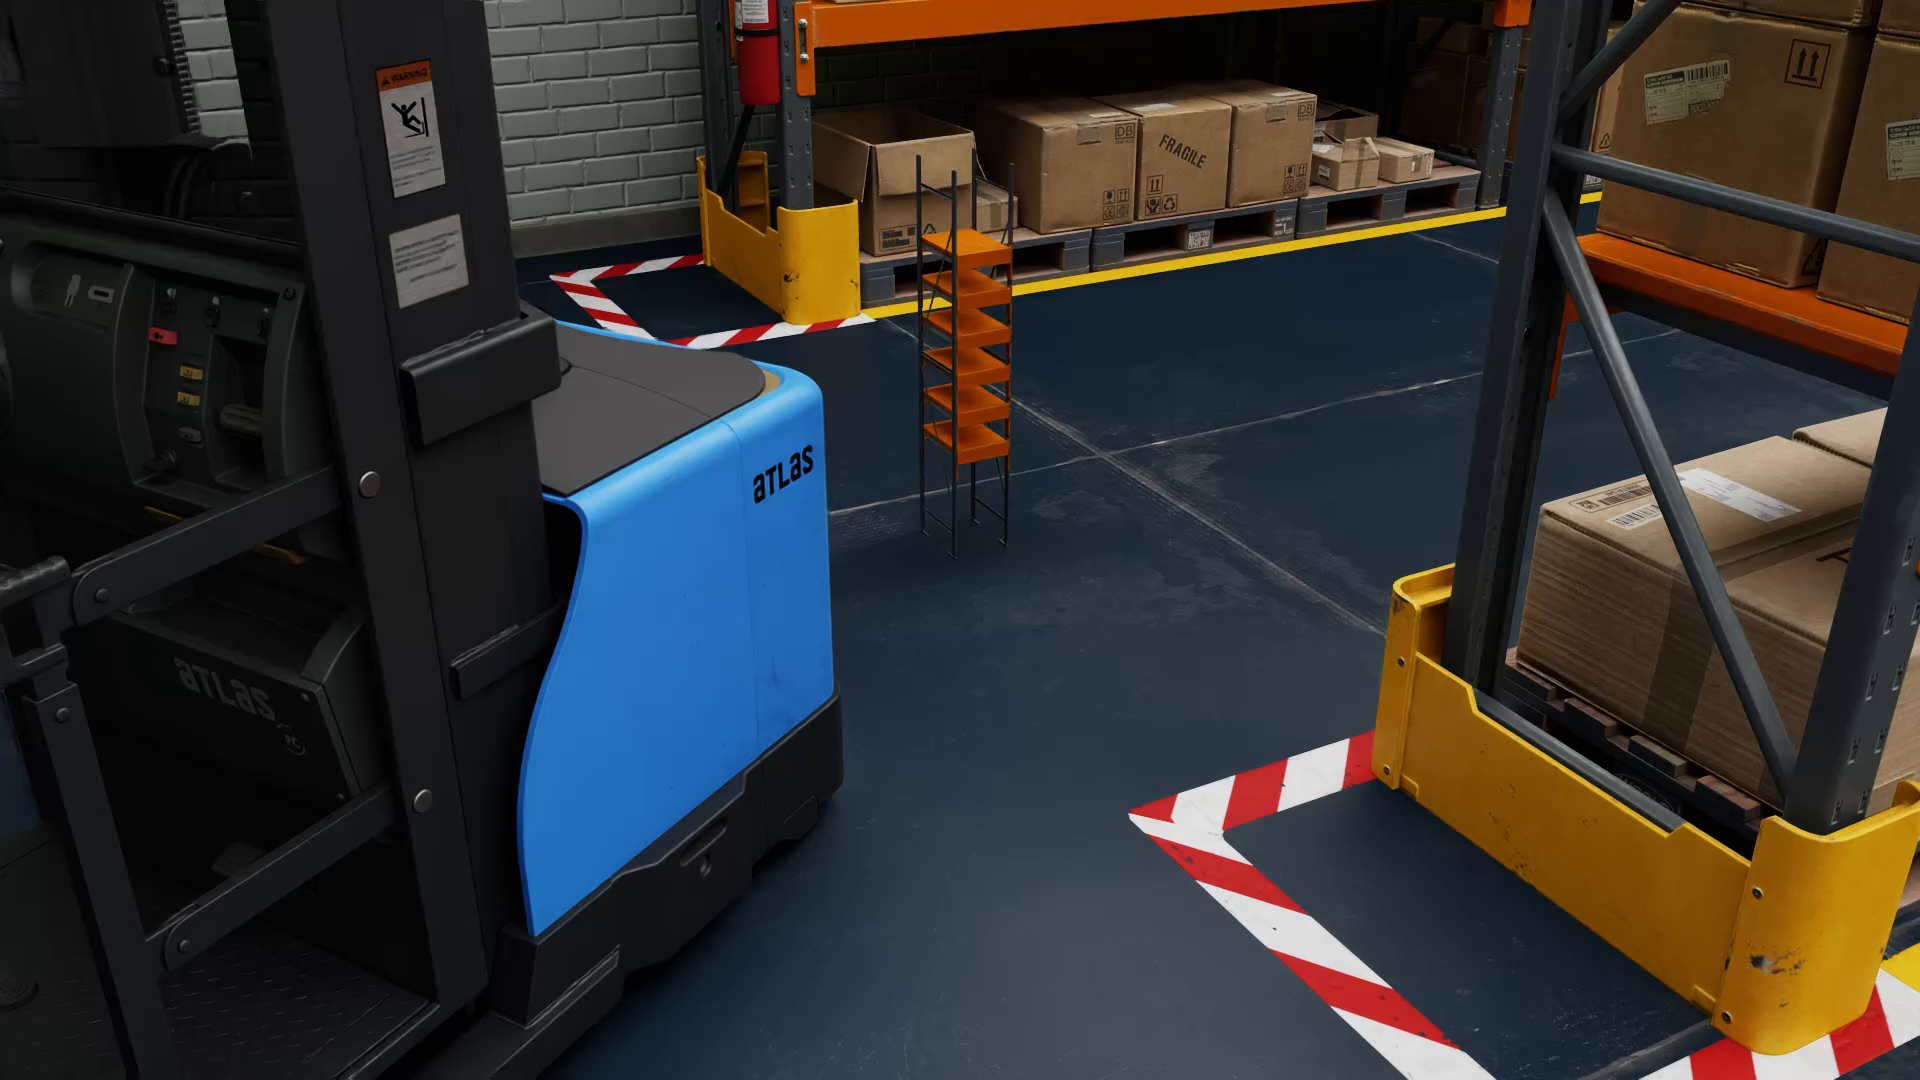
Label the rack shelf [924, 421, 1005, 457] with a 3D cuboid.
[{"bbox_3d":[0.013,-0.312,5.108,0.171,0.034,0.221,-13,29,-25],"label":"rack shelf"}]

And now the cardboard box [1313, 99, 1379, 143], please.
[{"bbox_3d":[1.928,-2.258,9.109,0.500,0.311,0.500,-12,28,-23],"label":"cardboard box"}]

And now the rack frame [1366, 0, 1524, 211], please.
[{"bbox_3d":[2.622,-3.325,8.711,0.127,3.000,1.000,-13,29,-25],"label":"rack frame"}]

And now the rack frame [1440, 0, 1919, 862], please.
[{"bbox_3d":[1.432,-0.616,3.067,0.127,3.000,1.000,-13,29,-25],"label":"rack frame"}]

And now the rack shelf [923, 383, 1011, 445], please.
[{"bbox_3d":[0.013,-0.396,5.068,0.180,0.103,0.258,-13,29,-25],"label":"rack shelf"}]

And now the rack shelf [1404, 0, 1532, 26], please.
[{"bbox_3d":[4.387,-3.408,9.715,4.000,0.370,1.077,-13,29,-25],"label":"rack shelf"}]

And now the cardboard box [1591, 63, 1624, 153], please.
[{"bbox_3d":[3.620,-2.513,9.421,0.500,0.500,0.500,-13,29,-26],"label":"cardboard box"}]

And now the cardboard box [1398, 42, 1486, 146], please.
[{"bbox_3d":[2.916,-2.601,9.604,0.500,0.500,0.500,-13,29,-25],"label":"cardboard box"}]

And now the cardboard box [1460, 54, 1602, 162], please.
[{"bbox_3d":[3.155,-2.400,9.187,0.500,0.500,0.500,-12,28,-23],"label":"cardboard box"}]

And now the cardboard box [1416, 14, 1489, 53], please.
[{"bbox_3d":[2.811,-2.865,9.406,0.250,0.149,0.380,-14,29,-27],"label":"cardboard box"}]

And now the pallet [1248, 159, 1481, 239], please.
[{"bbox_3d":[2.016,-1.929,9.024,1.213,0.211,1.003,-13,29,-25],"label":"pallet"}]

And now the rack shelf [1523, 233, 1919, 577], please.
[{"bbox_3d":[3.196,-0.699,4.071,4.000,0.370,1.077,-13,29,-25],"label":"rack shelf"}]

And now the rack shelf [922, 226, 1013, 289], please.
[{"bbox_3d":[0.013,-0.828,4.860,0.180,0.103,0.258,-13,29,-25],"label":"rack shelf"}]

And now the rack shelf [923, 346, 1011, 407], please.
[{"bbox_3d":[0.013,-0.504,5.016,0.180,0.103,0.258,-13,29,-25],"label":"rack shelf"}]

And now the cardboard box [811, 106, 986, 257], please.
[{"bbox_3d":[-0.323,-1.663,7.647,0.637,0.503,0.797,-14,29,-27],"label":"cardboard box"}]

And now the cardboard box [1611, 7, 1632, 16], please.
[{"bbox_3d":[3.733,-3.072,9.835,0.250,0.149,0.380,-12,28,-24],"label":"cardboard box"}]

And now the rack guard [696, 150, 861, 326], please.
[{"bbox_3d":[-0.840,-1.399,7.587,0.348,0.500,1.175,-13,29,-25],"label":"rack guard"}]

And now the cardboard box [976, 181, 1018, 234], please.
[{"bbox_3d":[0.070,-1.575,7.873,0.250,0.149,0.380,-14,29,-27],"label":"cardboard box"}]

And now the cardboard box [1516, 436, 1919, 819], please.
[{"bbox_3d":[1.967,0.177,3.890,0.875,0.438,0.875,-14,29,-27],"label":"cardboard box"}]

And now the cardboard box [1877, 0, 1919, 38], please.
[{"bbox_3d":[1.989,-1.101,2.806,0.500,0.500,0.500,-14,29,-26],"label":"cardboard box"}]

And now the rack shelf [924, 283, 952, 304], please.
[{"bbox_3d":[0.013,-0.738,4.903,0.166,0.020,0.199,-13,29,-25],"label":"rack shelf"}]

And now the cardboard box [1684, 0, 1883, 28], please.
[{"bbox_3d":[1.745,-1.301,3.223,0.500,0.500,0.500,-12,28,-23],"label":"cardboard box"}]

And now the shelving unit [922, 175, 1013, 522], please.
[{"bbox_3d":[0.014,-0.544,4.997,0.183,1.046,0.258,-13,29,-25],"label":"shelving unit"}]

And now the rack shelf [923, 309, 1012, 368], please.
[{"bbox_3d":[0.013,-0.612,4.964,0.180,0.103,0.258,-13,29,-25],"label":"rack shelf"}]

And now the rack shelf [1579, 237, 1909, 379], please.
[{"bbox_3d":[4.405,-1.986,1.057,3.910,4.714,5.869,-13,29,-25],"label":"rack shelf"}]

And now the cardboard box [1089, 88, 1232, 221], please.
[{"bbox_3d":[0.963,-1.890,8.124,0.500,0.500,0.500,-12,28,-24],"label":"cardboard box"}]

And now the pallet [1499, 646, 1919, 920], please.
[{"bbox_3d":[2.100,0.449,4.072,1.213,0.211,1.003,-13,29,-25],"label":"pallet"}]

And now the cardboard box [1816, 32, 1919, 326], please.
[{"bbox_3d":[1.990,-0.649,3.021,0.500,0.500,0.500,-13,29,-25],"label":"cardboard box"}]

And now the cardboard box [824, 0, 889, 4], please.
[{"bbox_3d":[-0.488,-2.360,6.989,0.250,0.149,0.380,-13,29,-25],"label":"cardboard box"}]

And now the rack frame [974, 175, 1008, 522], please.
[{"bbox_3d":[0.093,-0.563,5.036,0.002,1.046,0.228,-13,29,-25],"label":"rack frame"}]

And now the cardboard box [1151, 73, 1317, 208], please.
[{"bbox_3d":[1.365,-2.032,8.420,0.500,0.500,0.700,-14,29,-27],"label":"cardboard box"}]

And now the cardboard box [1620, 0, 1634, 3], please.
[{"bbox_3d":[4.171,-3.185,10.072,0.265,0.149,0.390,-13,29,-25],"label":"cardboard box"}]
